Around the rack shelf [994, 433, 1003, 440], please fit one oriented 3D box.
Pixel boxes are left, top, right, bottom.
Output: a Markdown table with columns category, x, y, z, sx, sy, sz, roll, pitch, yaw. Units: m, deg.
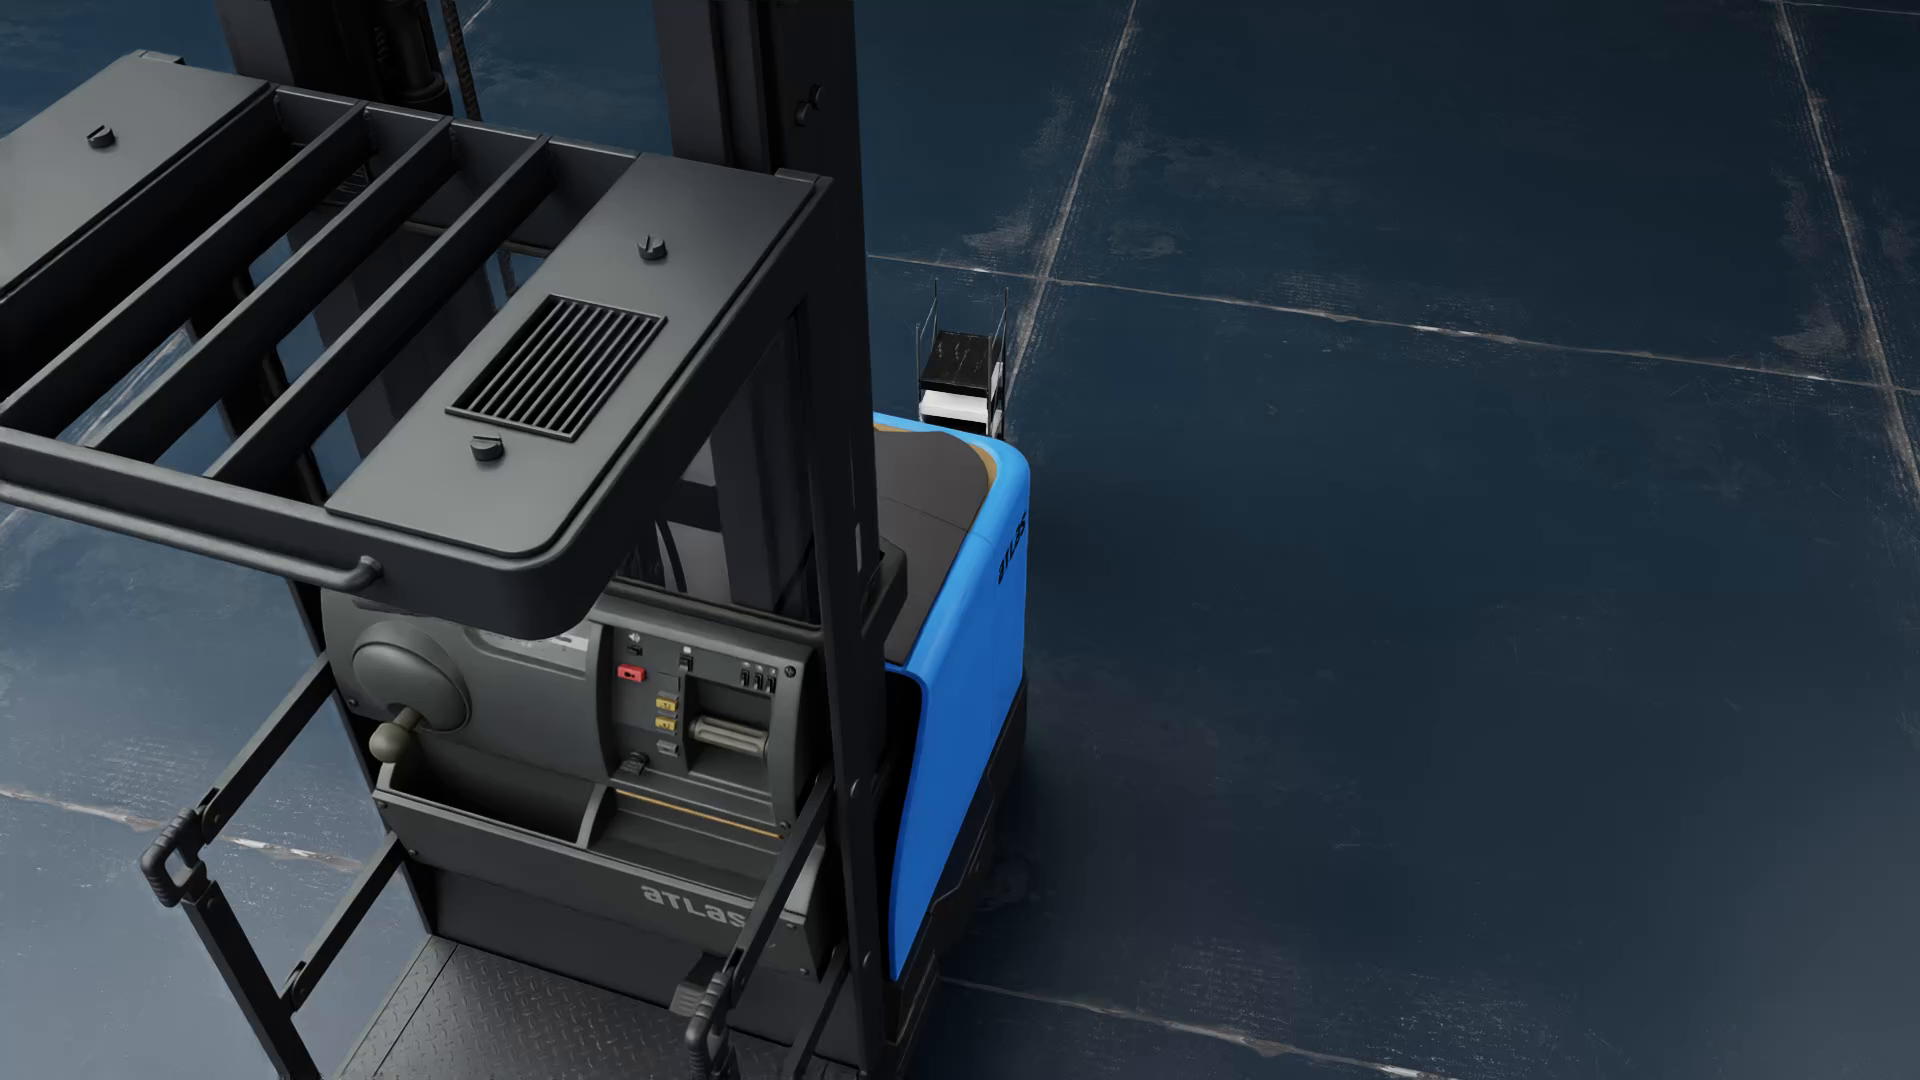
| category | x | y | z | sx | sy | sz | roll | pitch | yaw |
| --- | --- | --- | --- | --- | --- | --- | --- | --- | --- |
| rack shelf | 0.008 | -0.234 | 5.022 | 0.200 | 0.077 | 0.258 | 9 | 45 | 9 |

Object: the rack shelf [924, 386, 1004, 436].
| category | x | y | z | sx | sy | sz | roll | pitch | yaw |
| --- | --- | --- | --- | --- | --- | --- | --- | --- | --- |
| rack shelf | 0.008 | -0.364 | 4.897 | 0.200 | 0.077 | 0.258 | 9 | 45 | 9 |

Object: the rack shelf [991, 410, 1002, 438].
| category | x | y | z | sx | sy | sz | roll | pitch | yaw |
| --- | --- | --- | --- | --- | --- | --- | --- | --- | --- |
| rack shelf | 0.008 | -0.299 | 4.960 | 0.200 | 0.077 | 0.258 | 9 | 45 | 9 |

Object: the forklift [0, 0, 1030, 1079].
| category | x | y | z | sx | sy | sz | roll | pitch | yaw |
| --- | --- | --- | --- | --- | --- | --- | --- | --- | --- |
| forklift | -0.773 | 0.352 | 2.771 | 1.130 | 2.935 | 3.031 | 13 | 45 | 13 |

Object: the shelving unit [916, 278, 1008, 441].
| category | x | y | z | sx | sy | sz | roll | pitch | yaw |
| --- | --- | --- | --- | --- | --- | --- | --- | --- | --- |
| shelving unit | 0.008 | -0.323 | 4.937 | 0.210 | 0.900 | 0.258 | 9 | 45 | 9 |

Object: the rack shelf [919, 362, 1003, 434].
| category | x | y | z | sx | sy | sz | roll | pitch | yaw |
| --- | --- | --- | --- | --- | --- | --- | --- | --- | --- |
| rack shelf | 0.008 | -0.429 | 4.835 | 0.200 | 0.077 | 0.258 | 9 | 45 | 9 |

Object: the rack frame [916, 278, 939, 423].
| category | x | y | z | sx | sy | sz | roll | pitch | yaw |
| --- | --- | --- | --- | --- | --- | --- | --- | --- | --- |
| rack frame | -0.091 | -0.338 | 4.953 | 0.006 | 0.900 | 0.240 | 9 | 45 | 9 |

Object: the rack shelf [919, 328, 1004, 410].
| category | x | y | z | sx | sy | sz | roll | pitch | yaw |
| --- | --- | --- | --- | --- | --- | --- | --- | --- | --- |
| rack shelf | 0.008 | -0.493 | 4.773 | 0.200 | 0.077 | 0.258 | 9 | 45 | 9 |

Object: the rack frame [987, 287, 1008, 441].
| category | x | y | z | sx | sy | sz | roll | pitch | yaw |
| --- | --- | --- | --- | --- | --- | --- | --- | --- | --- |
| rack frame | 0.107 | -0.308 | 4.921 | 0.006 | 0.900 | 0.240 | 9 | 45 | 9 |
